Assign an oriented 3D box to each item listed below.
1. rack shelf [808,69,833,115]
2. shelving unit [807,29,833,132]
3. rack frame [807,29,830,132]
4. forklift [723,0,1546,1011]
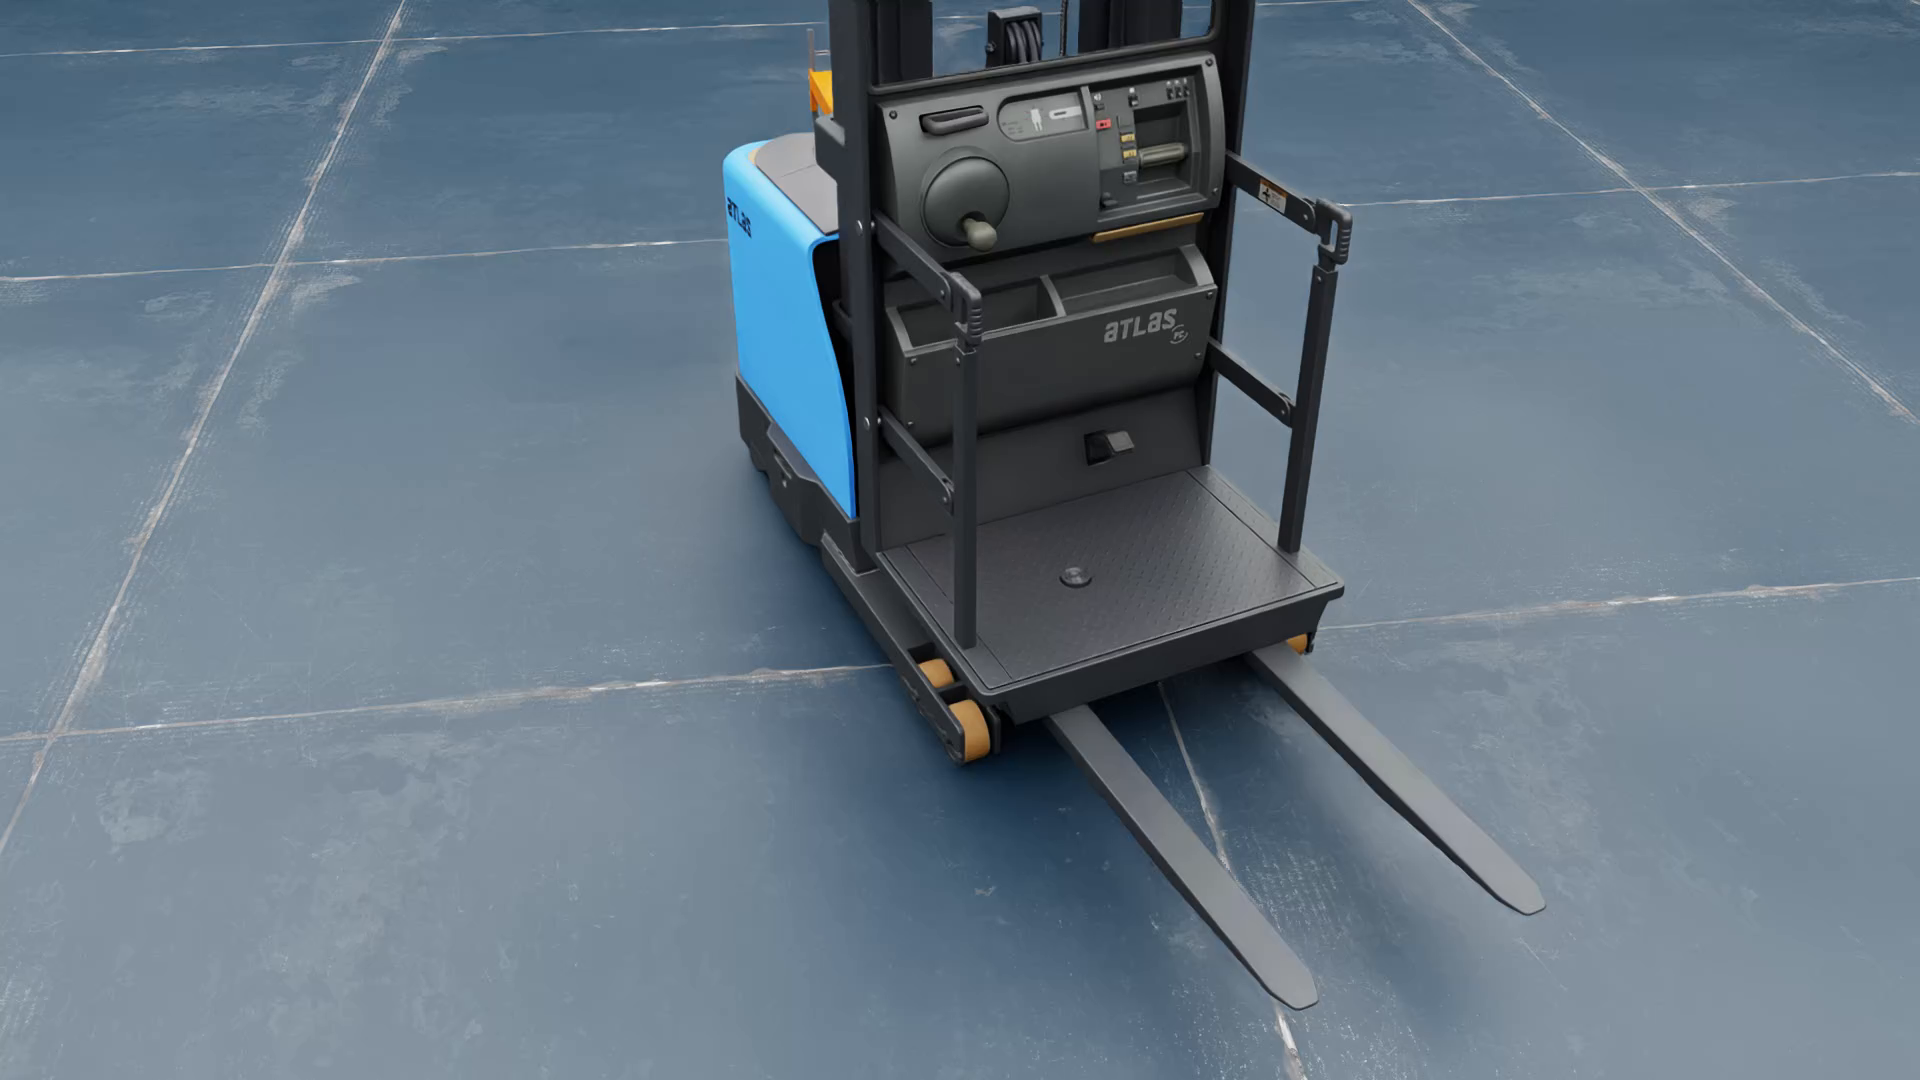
[{"bbox_3d":[-0.343,-1.455,5.622,0.258,0.148,0.480,-8,35,-12],"label":"rack shelf"},{"bbox_3d":[-0.343,-1.130,5.843,0.258,1.200,0.503,-8,35,-12],"label":"shelving unit"},{"bbox_3d":[-0.405,-1.263,6.038,0.240,1.200,0.015,-8,35,-12],"label":"rack frame"},{"bbox_3d":[0.343,-0.907,3.978,1.130,2.935,3.031,-15,37,-21],"label":"forklift"}]
